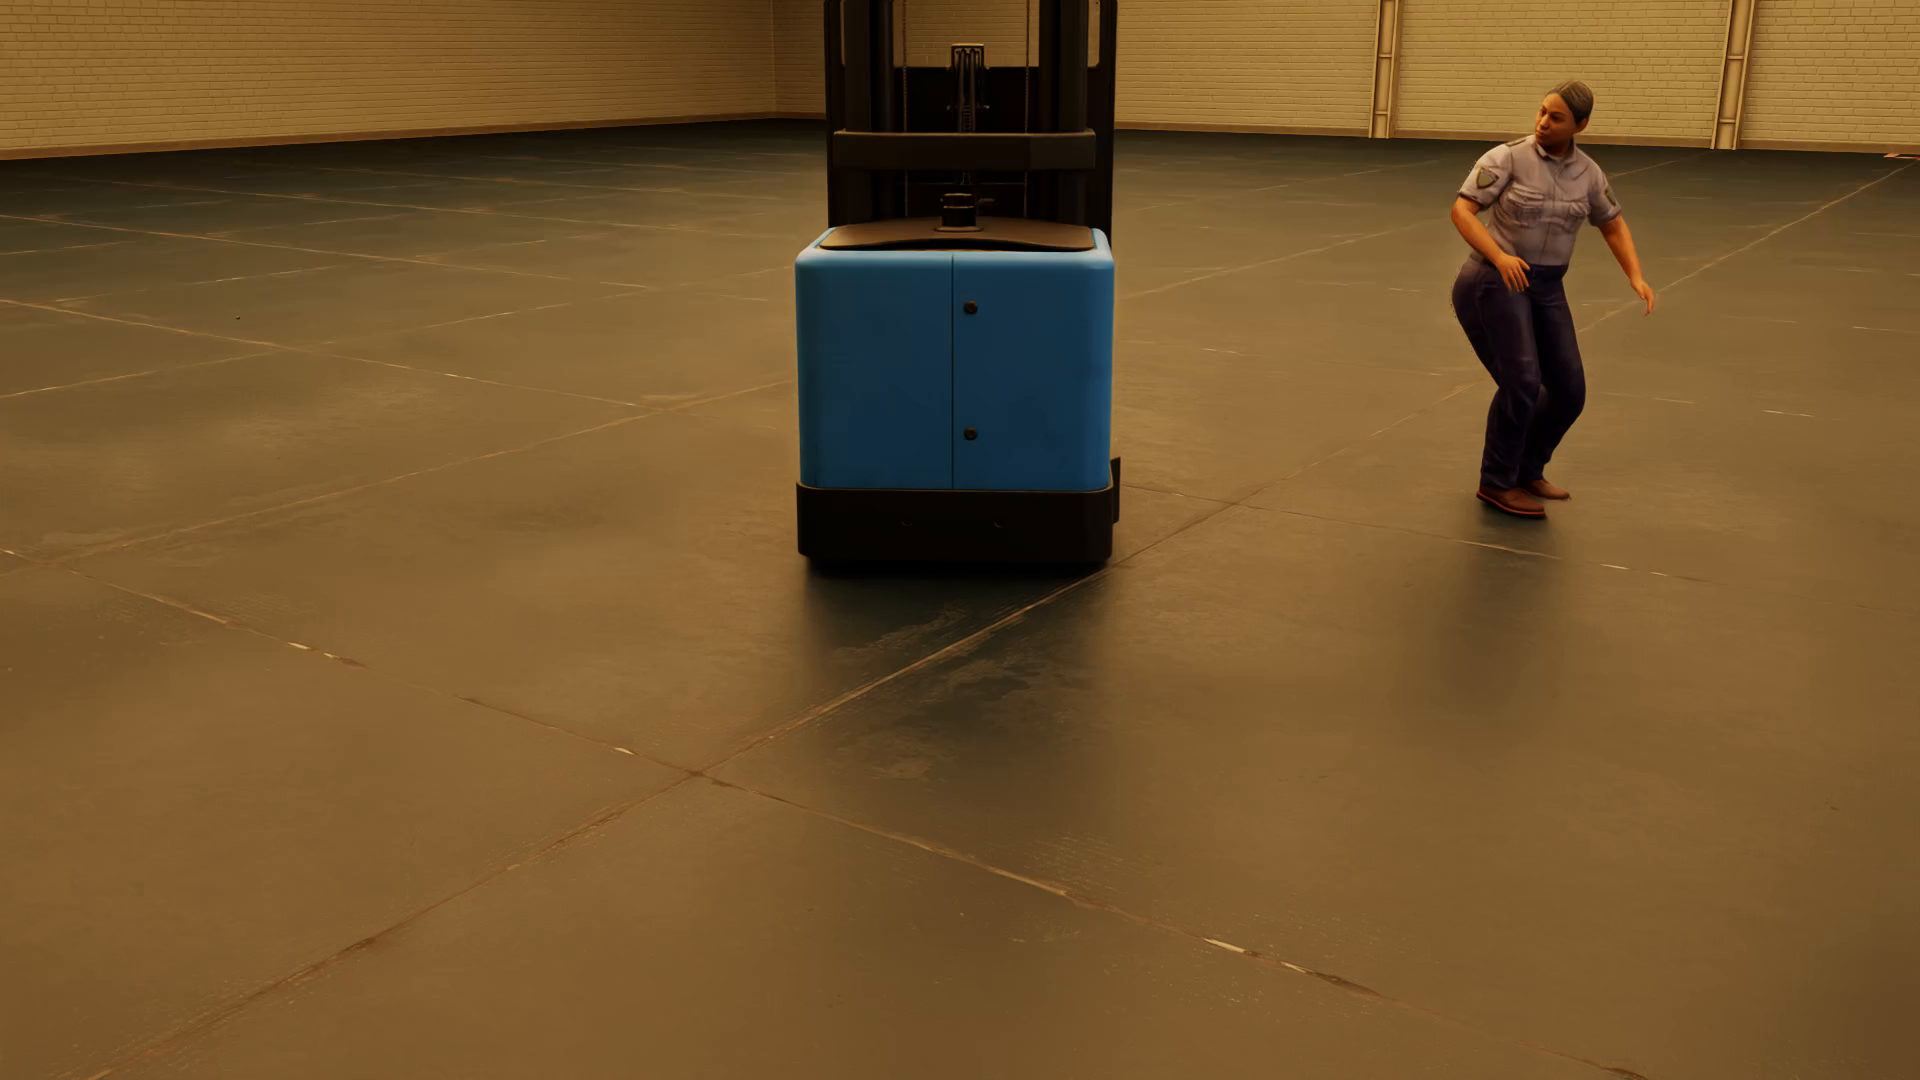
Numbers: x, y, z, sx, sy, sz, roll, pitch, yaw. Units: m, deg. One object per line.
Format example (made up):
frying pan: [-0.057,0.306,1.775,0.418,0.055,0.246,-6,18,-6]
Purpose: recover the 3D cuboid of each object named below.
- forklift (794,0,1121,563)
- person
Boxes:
forklift: [0.051,-1.699,6.514,1.130,2.935,3.031,1,17,3]
person: [2.183,-0.891,6.235,0.720,1.590,0.541,-6,18,-20]
